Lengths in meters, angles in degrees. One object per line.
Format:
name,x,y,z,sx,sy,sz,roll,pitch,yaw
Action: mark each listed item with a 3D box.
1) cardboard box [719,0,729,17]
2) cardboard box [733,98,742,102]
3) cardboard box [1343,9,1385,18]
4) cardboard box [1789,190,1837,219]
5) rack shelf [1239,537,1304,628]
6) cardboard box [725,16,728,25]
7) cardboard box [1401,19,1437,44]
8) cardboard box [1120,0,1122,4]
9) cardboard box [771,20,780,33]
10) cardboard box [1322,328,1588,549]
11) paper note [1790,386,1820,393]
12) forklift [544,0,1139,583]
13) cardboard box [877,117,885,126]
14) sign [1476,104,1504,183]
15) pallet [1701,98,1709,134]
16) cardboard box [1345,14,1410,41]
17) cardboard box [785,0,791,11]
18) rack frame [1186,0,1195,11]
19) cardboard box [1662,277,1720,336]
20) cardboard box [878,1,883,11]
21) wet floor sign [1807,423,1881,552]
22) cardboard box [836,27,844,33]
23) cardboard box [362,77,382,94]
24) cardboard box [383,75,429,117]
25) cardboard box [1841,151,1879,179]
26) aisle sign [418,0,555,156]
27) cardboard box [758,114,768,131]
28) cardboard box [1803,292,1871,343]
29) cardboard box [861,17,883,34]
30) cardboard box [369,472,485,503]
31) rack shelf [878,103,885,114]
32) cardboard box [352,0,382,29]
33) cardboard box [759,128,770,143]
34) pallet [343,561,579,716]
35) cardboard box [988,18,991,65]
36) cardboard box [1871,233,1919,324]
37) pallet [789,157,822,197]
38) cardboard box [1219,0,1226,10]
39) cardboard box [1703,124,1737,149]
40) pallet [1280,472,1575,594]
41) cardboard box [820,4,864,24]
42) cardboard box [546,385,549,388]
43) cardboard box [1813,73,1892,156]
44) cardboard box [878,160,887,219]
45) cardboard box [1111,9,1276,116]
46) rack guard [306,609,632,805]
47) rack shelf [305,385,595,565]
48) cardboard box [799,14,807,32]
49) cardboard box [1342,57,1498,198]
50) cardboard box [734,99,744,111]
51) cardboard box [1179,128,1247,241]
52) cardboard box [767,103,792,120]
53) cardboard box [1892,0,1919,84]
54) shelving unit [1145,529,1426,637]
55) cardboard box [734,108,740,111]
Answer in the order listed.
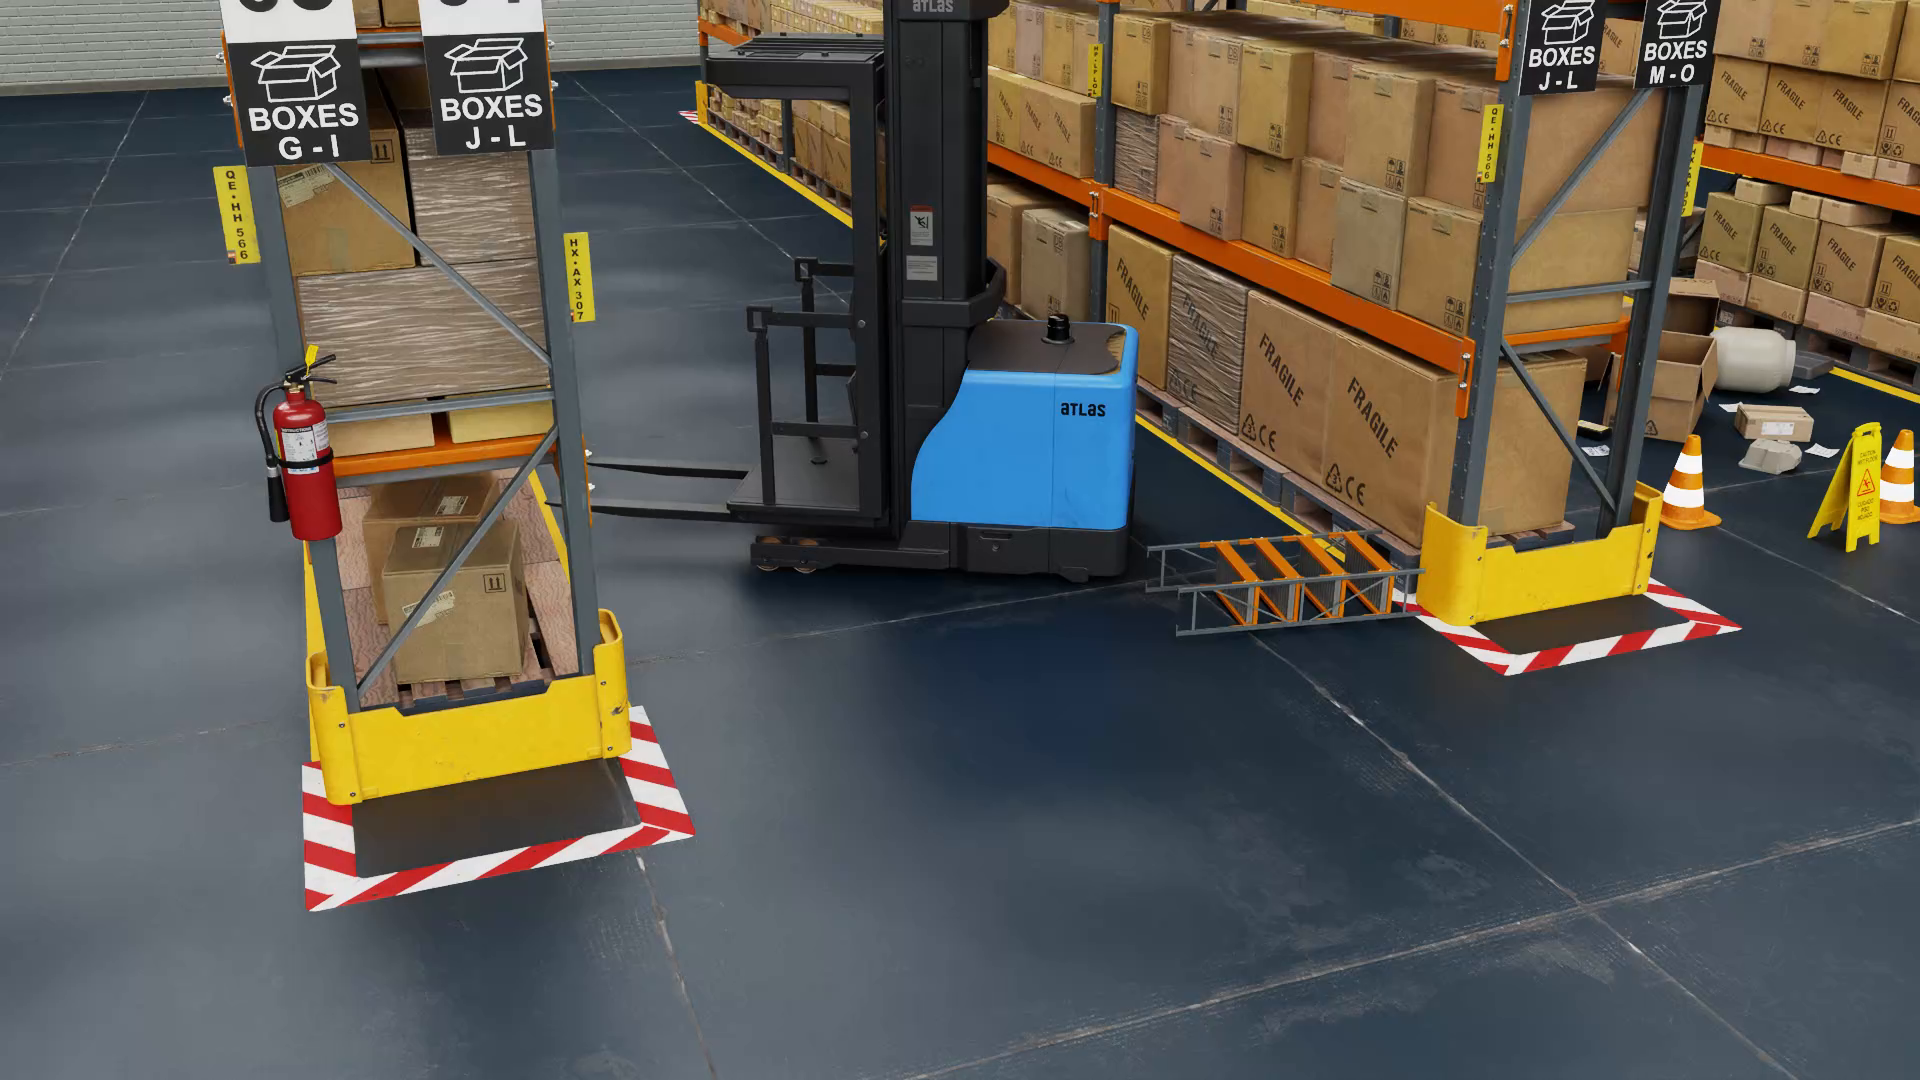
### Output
cardboard box,-2.596,-6.546,19.907,0.500,0.500,0.500,-8,24,-18
cardboard box,-2.520,-5.376,20.007,0.380,0.149,0.250,-8,24,-18
cardboard box,4.123,-5.402,16.290,0.500,0.500,0.500,-9,24,-20
cardboard box,6.091,-2.370,11.709,0.380,0.149,0.250,-7,24,-17
rack shelf,1.467,0.198,7.900,0.148,0.258,0.480,-4,23,-10
cardboard box,-2.669,-6.389,20.369,0.380,0.149,0.250,-7,24,-17
cardboard box,4.493,-4.925,15.521,0.500,0.500,0.500,-9,24,-20
cardboard box,2.186,-6.936,21.215,0.500,0.500,0.500,-8,24,-17
cardboard box,-1.749,-5.353,17.370,0.380,0.149,0.250,-10,25,-22
cardboard box,2.480,-0.573,8.442,0.875,0.875,0.875,-8,24,-19
paper note,5.640,-1.007,11.100,0.142,0.019,0.148,-18,29,-37
forklift,-0.618,-1.384,8.261,3.031,2.935,1.130,3,23,7
cardboard box,-0.720,-3.809,15.638,0.500,0.250,0.500,-8,24,-18
sign,2.269,-1.694,7.112,0.100,0.325,0.005,-8,24,-19
pallet,5.830,-3.500,13.438,1.003,0.211,1.213,-8,24,-19
cardboard box,4.142,-5.046,16.410,0.500,0.250,0.500,-8,24,-19
cardboard box,-1.556,-5.433,16.795,0.380,0.149,0.250,-8,24,-19
rack frame,3.138,-6.197,19.591,1.000,3.000,0.127,-8,24,-19
cardboard box,5.069,-1.563,11.813,0.500,0.500,0.500,8,24,18
cardboard box,-0.577,-5.143,16.106,0.380,0.149,0.250,-9,24,-20
wet floor sign,4.644,-0.297,8.624,0.267,0.644,0.232,-13,26,-28
cardboard box,-0.924,-4.643,15.303,0.380,0.149,0.250,-8,24,-19
cardboard box,-2.676,-1.650,7.003,0.500,0.500,0.500,-8,24,-19
cardboard box,-2.182,-1.722,7.175,0.500,0.500,0.500,-8,24,-19
cardboard box,6.218,-2.550,11.261,0.380,0.149,0.250,-8,24,-19
aisle sign,-1.592,-1.694,5.559,0.394,0.787,0.004,-8,24,-19
cardboard box,-2.085,-4.760,18.929,0.380,0.149,0.250,-9,25,-21
cardboard box,6.309,-1.580,11.637,0.500,0.250,0.500,-9,24,-20
cardboard box,-0.647,-4.495,14.569,0.380,0.149,0.250,-9,25,-21
cardboard box,-2.546,-0.191,8.018,0.500,0.500,0.500,-6,24,-14
rack shelf,-0.751,-4.423,16.308,1.077,0.370,4.000,-8,24,-19
cardboard box,-2.302,-1.931,5.799,0.500,0.250,0.500,-8,24,-18
cardboard box,-2.082,-4.650,19.050,0.380,0.149,0.250,-9,25,-21
pallet,-2.175,0.480,7.339,1.003,0.211,1.213,-8,24,-19
cardboard box,0.468,-4.000,12.963,0.700,0.500,0.500,-9,24,-20
cardboard box,6.491,-1.738,11.045,0.500,0.500,0.500,-9,24,-20
pallet,-1.181,-3.913,17.763,1.003,0.211,1.213,-8,24,-19
cardboard box,3.240,-5.974,18.611,0.500,0.250,0.500,-8,24,-18
cardboard box,5.775,-3.016,12.367,0.380,0.149,0.250,-8,24,-19
pallet,2.426,-0.116,8.753,1.003,0.211,1.213,-8,24,-19
cardboard box,-1.101,-4.965,15.685,0.380,0.149,0.250,-7,24,-16
cardboard box,-1.842,-0.591,6.614,0.380,0.149,0.250,-8,24,-19
cardboard box,6.223,-2.912,11.285,0.500,0.500,0.500,-9,24,-19
cardboard box,-0.522,-3.273,15.330,0.500,0.500,0.500,-8,24,-19
cardboard box,1.467,-3.002,10.428,0.875,0.550,0.550,-8,24,-19
rack guard,-1.921,0.647,6.571,1.175,0.500,0.348,-8,24,-19
rack shelf,-2.601,-0.872,7.884,1.077,0.370,4.000,-8,24,-19
cardboard box,-1.374,-5.110,16.412,0.380,0.149,0.250,-7,24,-17
cardboard box,2.406,-2.015,8.085,0.875,0.550,0.550,-8,24,-19
cardboard box,-2.541,-5.350,20.329,0.380,0.149,0.250,-10,25,-22
cardboard box,1.806,-2.102,9.682,0.875,0.550,0.550,-8,24,-19
cardboard box,-1.954,-4.816,18.678,0.380,0.149,0.250,-8,24,-18
cardboard box,6.498,-3.193,10.664,0.700,0.500,0.500,-9,24,-19
shelving unit,1.533,0.194,7.912,1.200,0.258,0.503,-4,23,-10
cardboard box,-2.555,-5.219,20.401,0.380,0.149,0.250,-8,24,-19
